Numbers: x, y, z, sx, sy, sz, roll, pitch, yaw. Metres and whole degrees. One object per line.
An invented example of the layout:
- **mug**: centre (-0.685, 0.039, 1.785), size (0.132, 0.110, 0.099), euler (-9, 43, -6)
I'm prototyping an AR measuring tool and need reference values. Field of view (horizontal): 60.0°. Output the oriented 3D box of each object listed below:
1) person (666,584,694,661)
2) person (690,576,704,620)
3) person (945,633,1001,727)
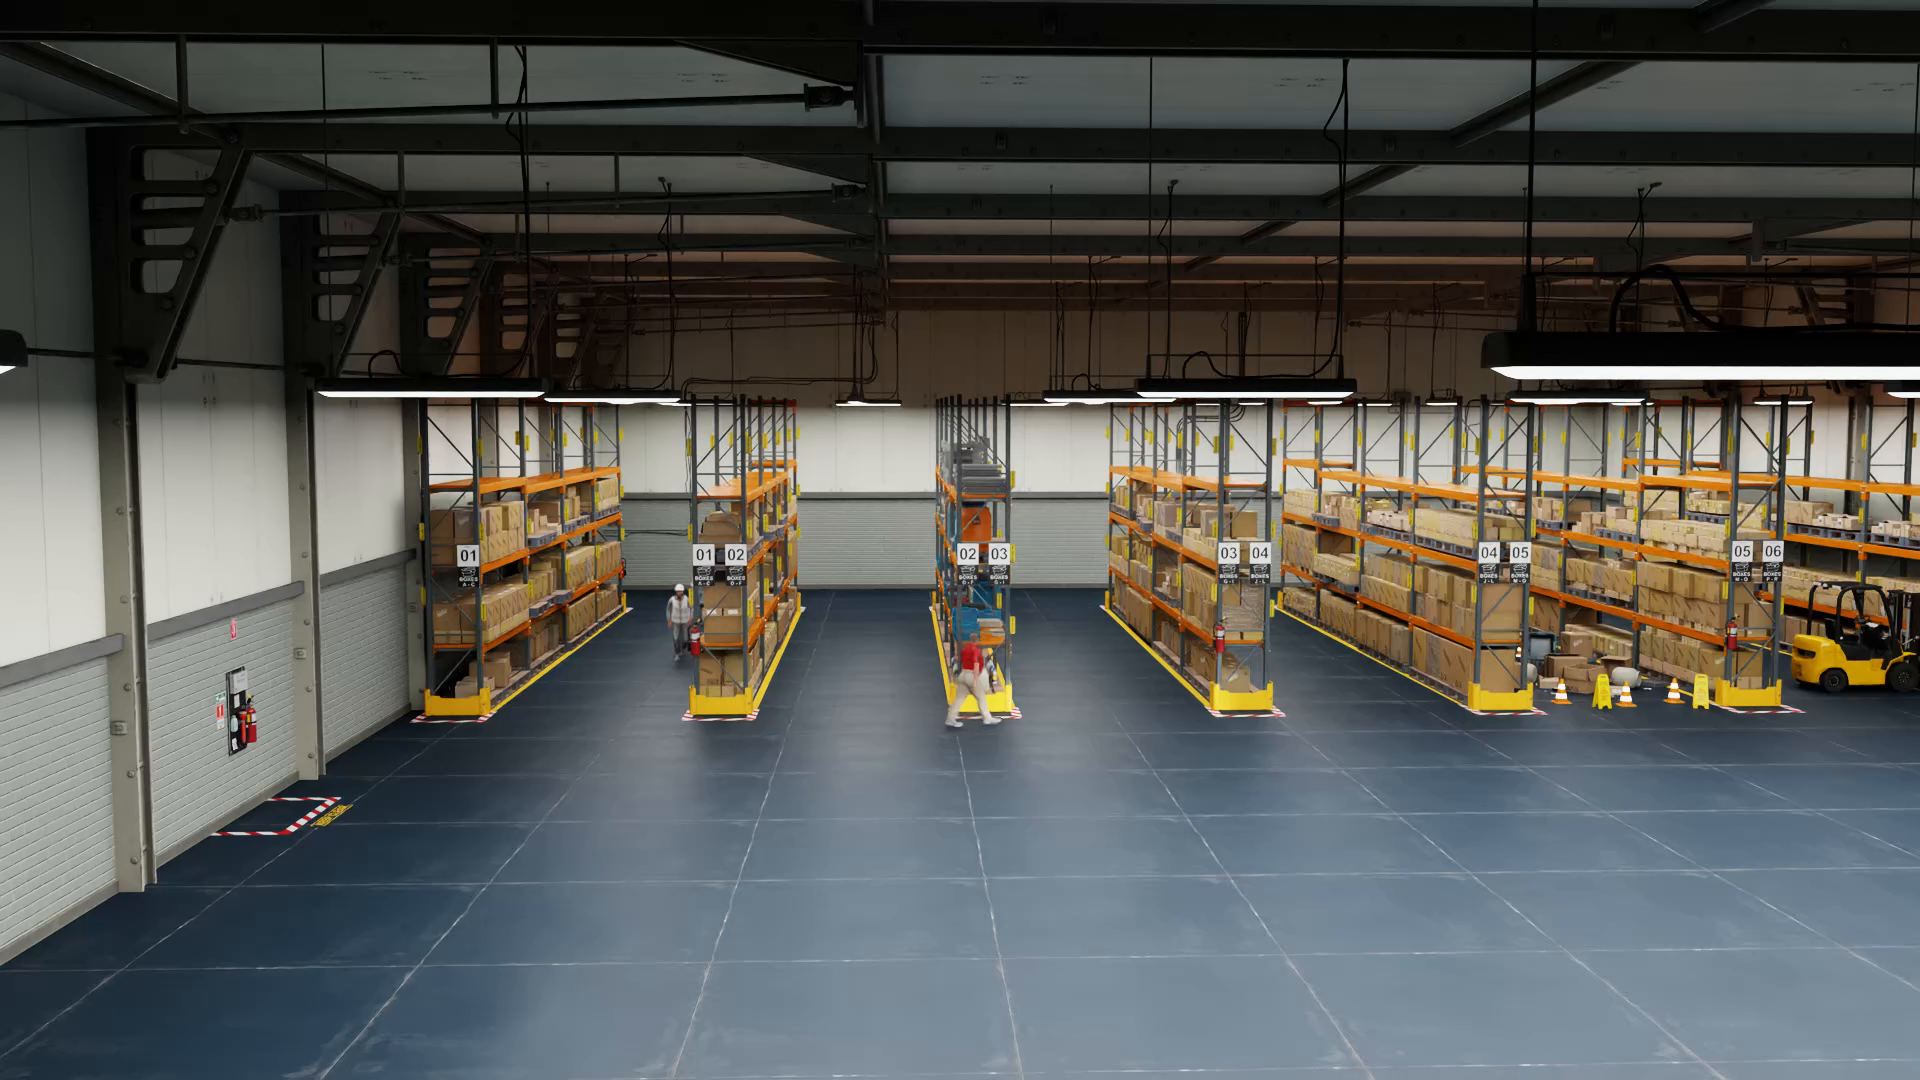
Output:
- **person**: centre (-6.412, 1.865, 38.085), size (0.633, 1.749, 0.611), euler (-1, 5, -9)
- **person**: centre (-6.977, 1.417, 44.886), size (0.507, 1.514, 0.786), euler (1, 5, 9)
- **person**: centre (0.220, 2.508, 29.957), size (1.021, 1.665, 0.625), euler (-3, 6, -37)
